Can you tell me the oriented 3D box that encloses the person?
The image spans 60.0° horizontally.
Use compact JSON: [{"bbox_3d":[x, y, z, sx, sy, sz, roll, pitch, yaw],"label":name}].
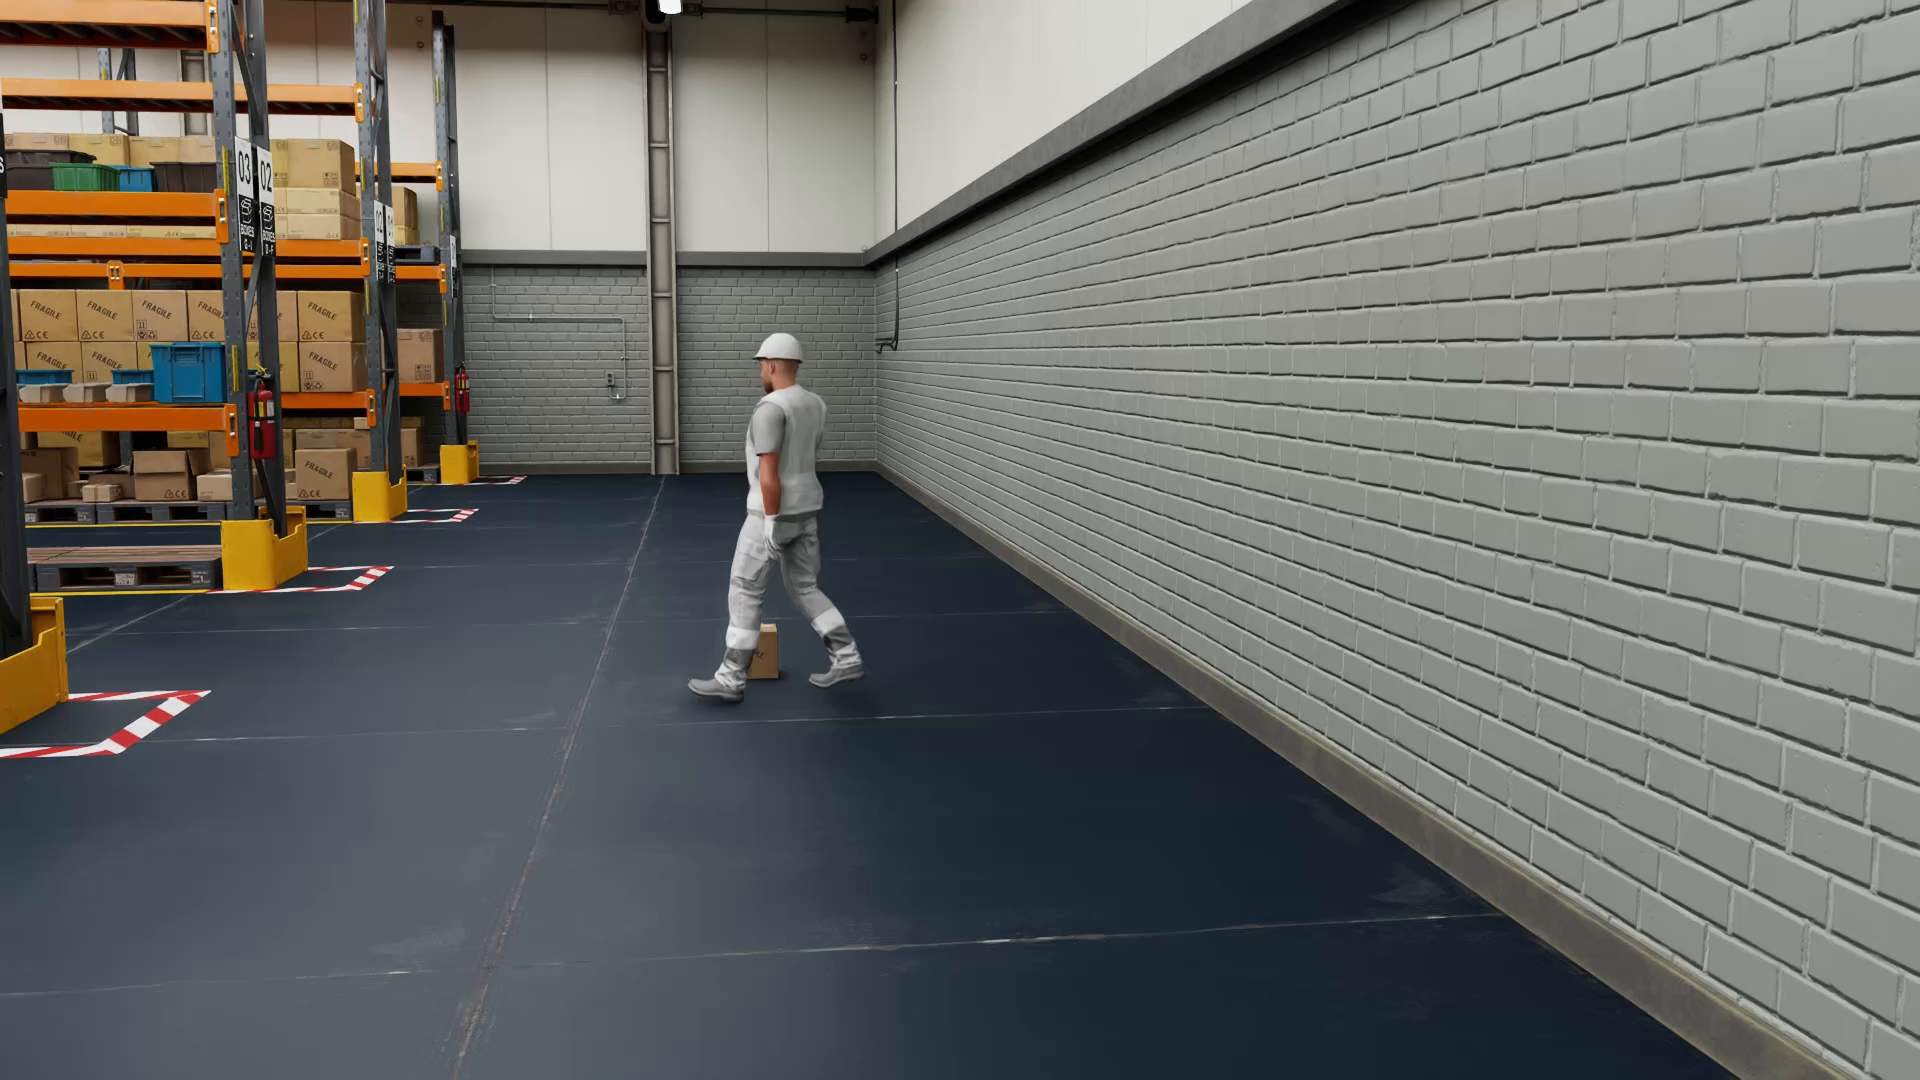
[{"bbox_3d":[-0.900,-0.114,8.091,0.730,1.771,0.565,4,7,30],"label":"person"}]
